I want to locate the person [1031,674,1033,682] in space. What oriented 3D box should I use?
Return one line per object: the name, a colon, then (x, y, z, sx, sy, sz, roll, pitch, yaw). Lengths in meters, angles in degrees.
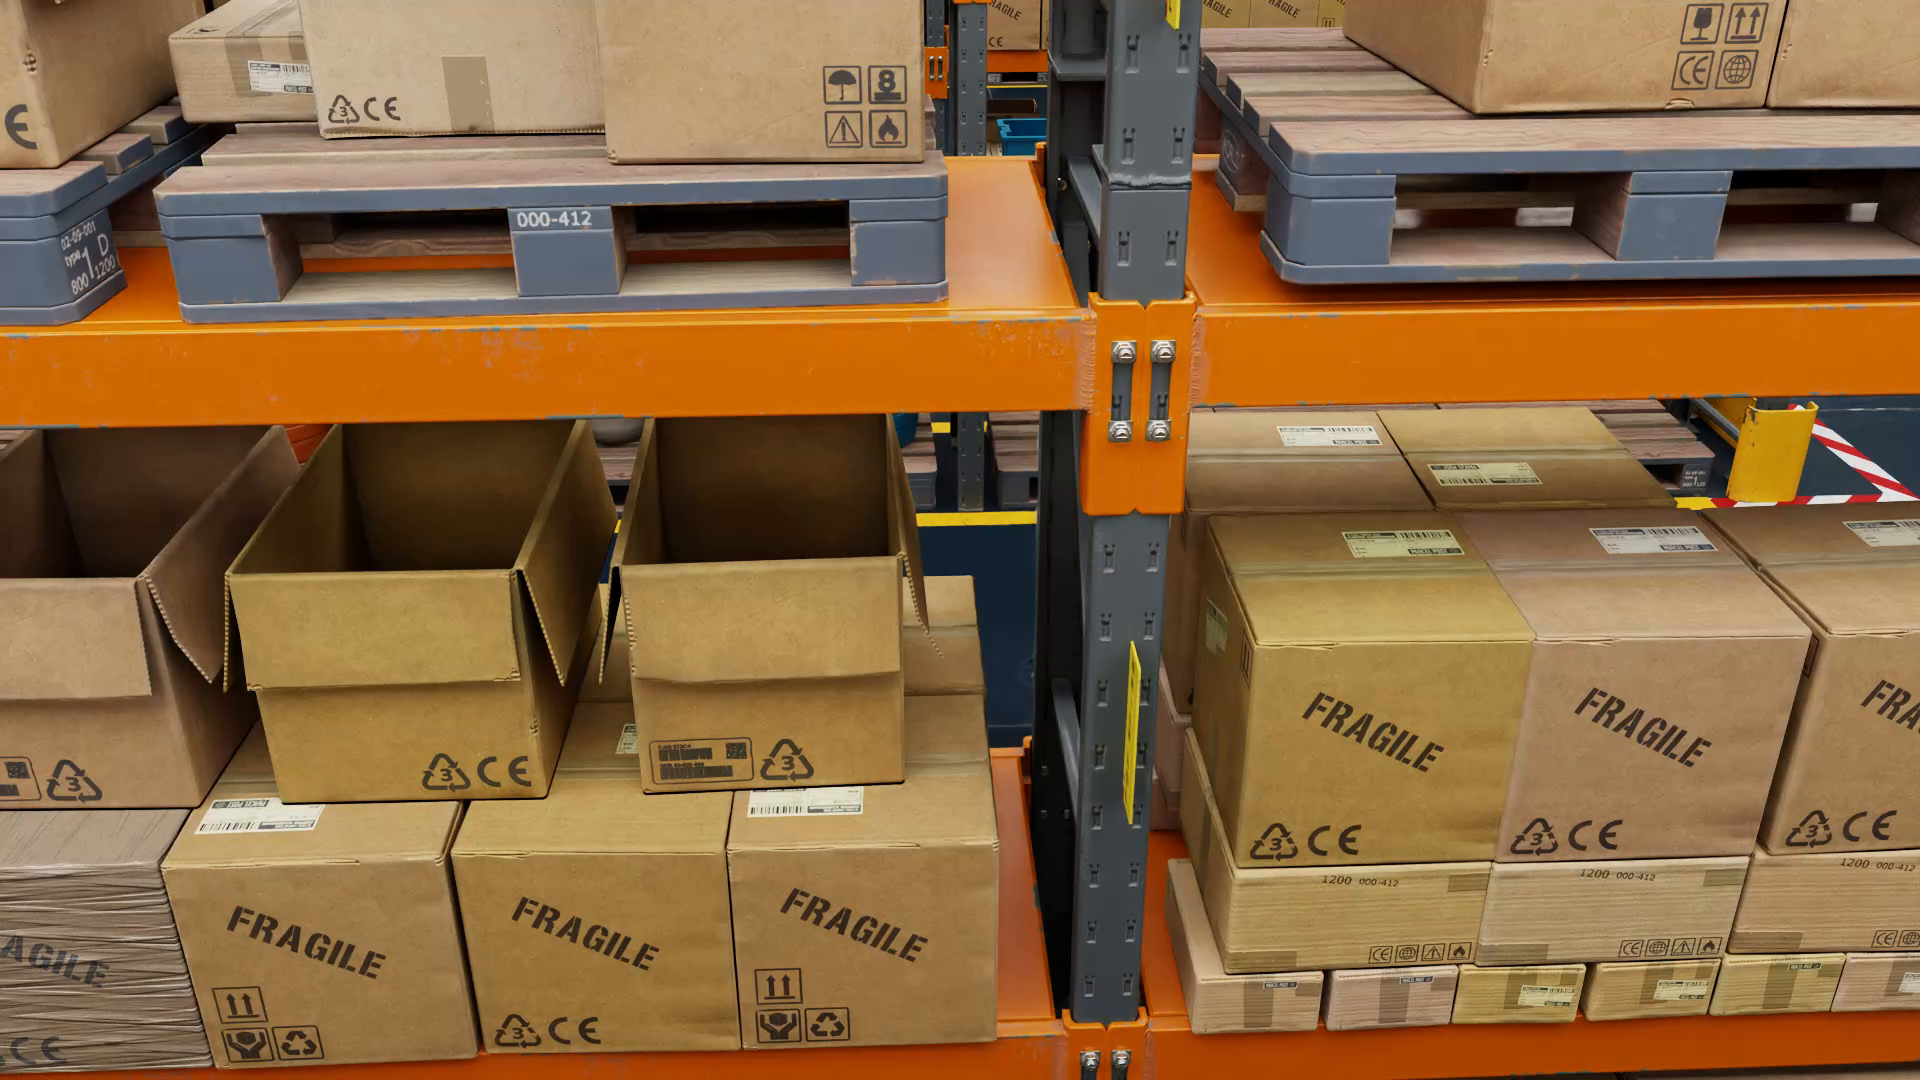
person: (0.541, 0.027, 5.986, 0.569, 1.781, 0.546, 4, 28, 8)
